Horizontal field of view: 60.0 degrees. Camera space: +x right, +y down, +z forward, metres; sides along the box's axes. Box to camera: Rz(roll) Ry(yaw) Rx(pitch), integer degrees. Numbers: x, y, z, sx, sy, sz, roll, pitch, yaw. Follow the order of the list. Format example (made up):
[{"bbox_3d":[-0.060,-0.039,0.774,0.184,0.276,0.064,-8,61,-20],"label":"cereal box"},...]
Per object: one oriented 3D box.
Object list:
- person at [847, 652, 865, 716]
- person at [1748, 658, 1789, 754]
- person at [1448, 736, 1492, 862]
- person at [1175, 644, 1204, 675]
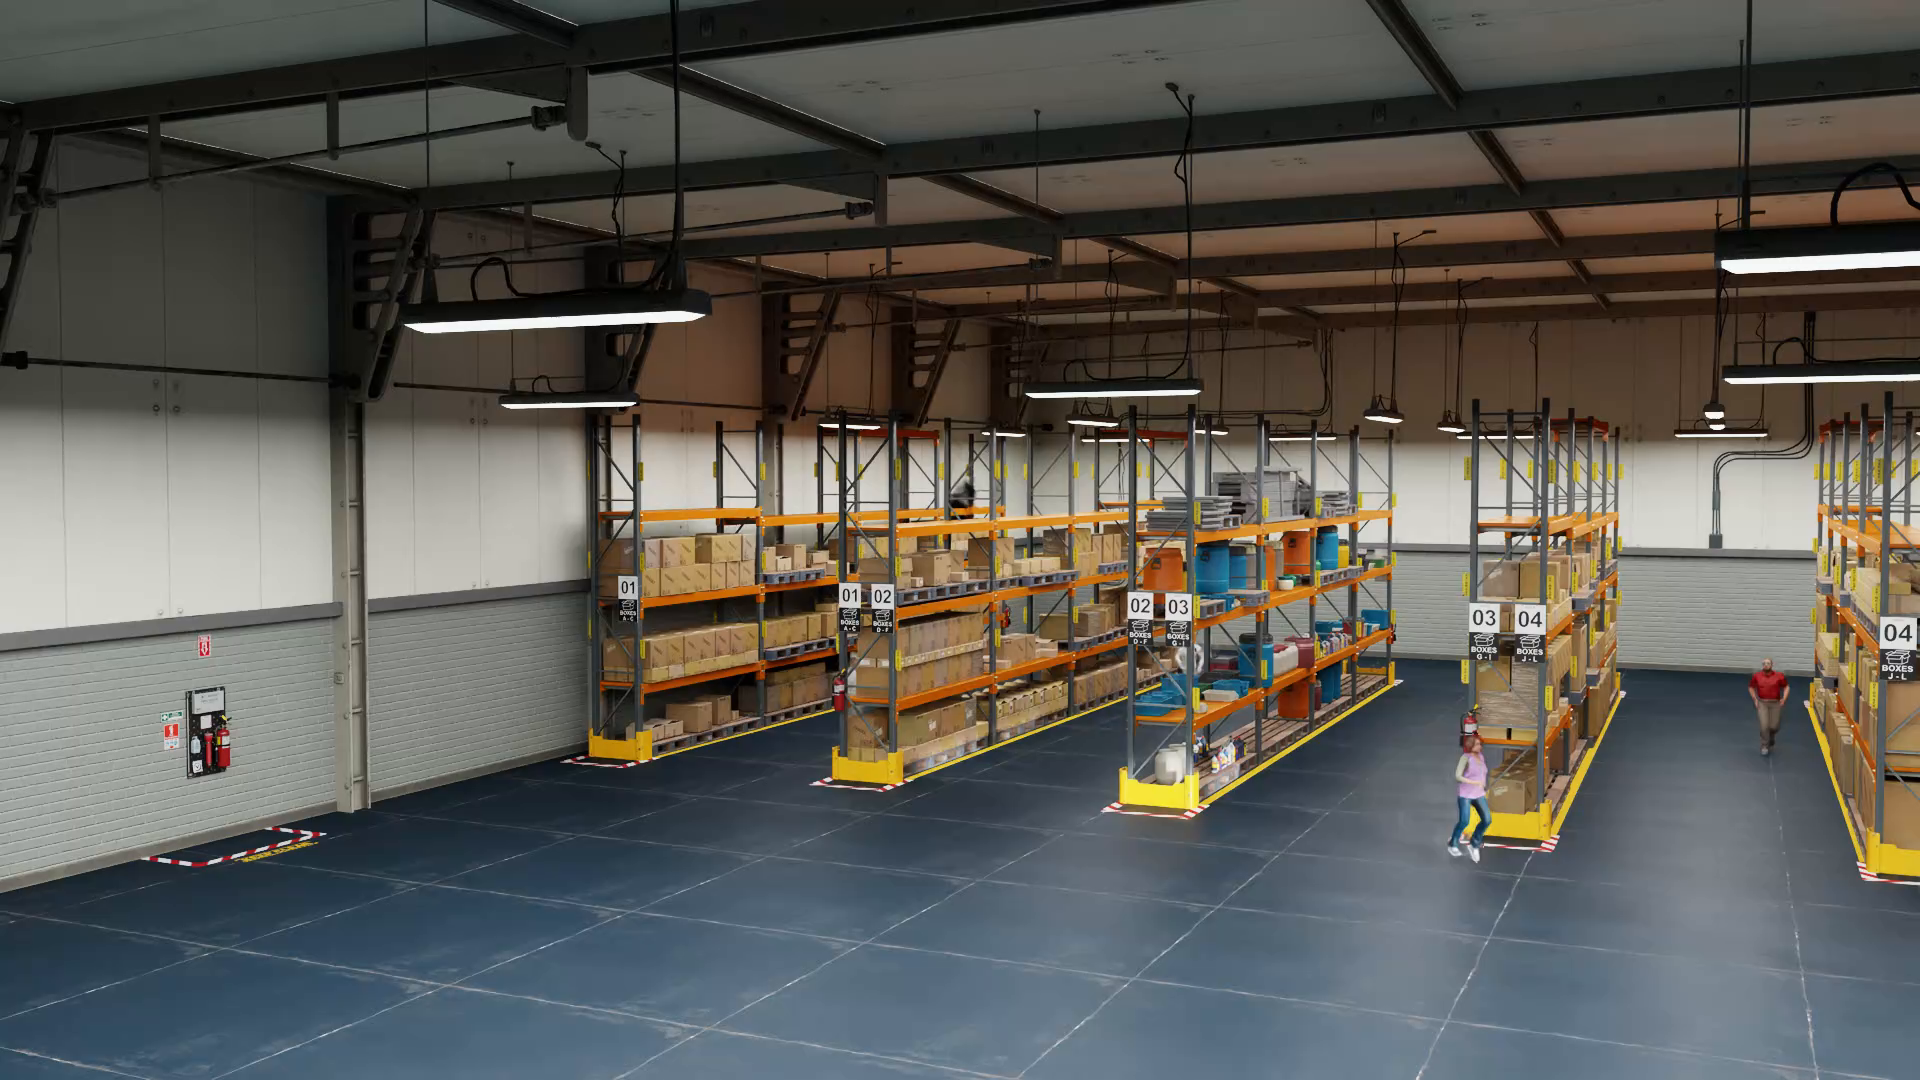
[{"bbox_3d":[-1.910,2.893,30.000,0.659,1.770,0.645,1,3,26],"label":"person"},{"bbox_3d":[14.379,2.950,29.577,0.661,1.697,0.564,1,3,27],"label":"person"},{"bbox_3d":[6.600,3.327,21.414,0.541,1.608,0.616,-1,3,-22],"label":"person"},{"bbox_3d":[4.795,2.735,34.835,0.618,1.655,0.552,1,2,19],"label":"person"}]
